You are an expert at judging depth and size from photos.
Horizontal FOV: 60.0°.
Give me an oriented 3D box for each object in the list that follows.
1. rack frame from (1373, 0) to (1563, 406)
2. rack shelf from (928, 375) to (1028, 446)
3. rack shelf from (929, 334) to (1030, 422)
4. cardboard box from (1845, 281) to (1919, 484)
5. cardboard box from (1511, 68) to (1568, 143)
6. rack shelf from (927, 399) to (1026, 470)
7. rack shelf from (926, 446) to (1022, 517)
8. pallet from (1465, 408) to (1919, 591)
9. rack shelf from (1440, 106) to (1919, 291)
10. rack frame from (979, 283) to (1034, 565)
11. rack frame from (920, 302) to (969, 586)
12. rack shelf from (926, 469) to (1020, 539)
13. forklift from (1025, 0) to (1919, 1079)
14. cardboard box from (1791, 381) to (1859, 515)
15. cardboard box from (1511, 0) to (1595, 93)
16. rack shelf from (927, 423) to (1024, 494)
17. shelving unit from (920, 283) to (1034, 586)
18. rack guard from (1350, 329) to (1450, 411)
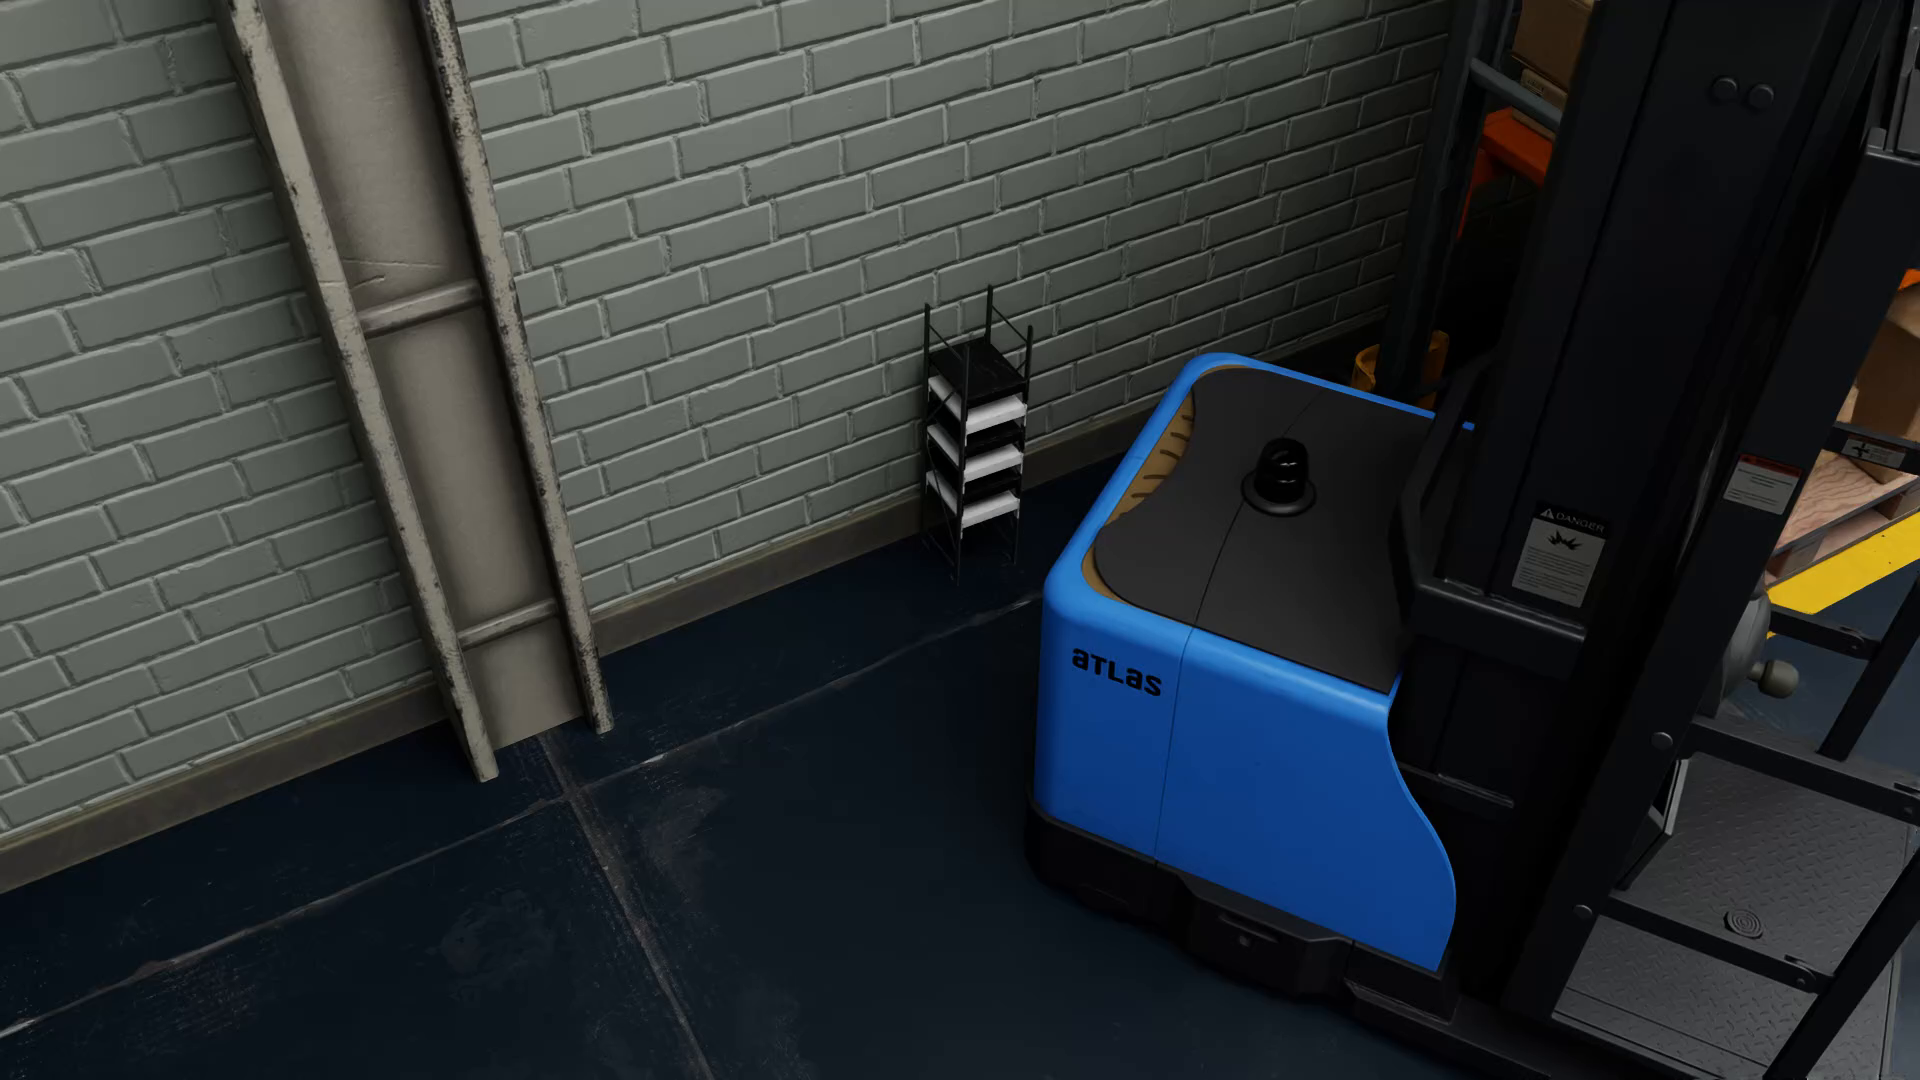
[{"bbox_3d":[1.564,-0.961,4.087,0.127,3.000,1.000,-22,48,-21],"label":"rack frame"},{"bbox_3d":[0.042,-0.399,4.800,0.200,0.077,0.258,-20,48,-22],"label":"rack shelf"},{"bbox_3d":[0.045,-0.465,4.738,0.200,0.077,0.258,-20,48,-22],"label":"rack shelf"},{"bbox_3d":[2.902,-0.643,5.252,0.500,0.500,0.700,-20,48,-19],"label":"cardboard box"},{"bbox_3d":[1.718,-1.148,4.460,0.250,0.149,0.380,-22,48,-21],"label":"cardboard box"},{"bbox_3d":[0.040,-0.334,4.861,0.200,0.077,0.258,-20,48,-22],"label":"rack shelf"},{"bbox_3d":[0.034,-0.202,4.984,0.200,0.077,0.258,-20,48,-22],"label":"rack shelf"},{"bbox_3d":[2.321,-0.264,5.371,1.213,0.211,1.003,-22,48,-21],"label":"pallet"},{"bbox_3d":[3.298,-1.397,5.052,4.000,0.370,1.077,-22,48,-21],"label":"rack shelf"},{"bbox_3d":[0.126,-0.324,4.938,0.006,0.900,0.240,-20,48,-22],"label":"rack frame"},{"bbox_3d":[-0.051,-0.260,4.861,0.006,0.900,0.240,-20,48,-22],"label":"rack frame"},{"bbox_3d":[0.031,-0.137,5.045,0.200,0.077,0.258,-20,48,-22],"label":"rack shelf"},{"bbox_3d":[1.720,-0.019,3.165,3.031,2.935,1.130,19,47,19],"label":"forklift"},{"bbox_3d":[2.142,-0.371,4.970,0.637,0.503,0.797,-24,49,-22],"label":"cardboard box"},{"bbox_3d":[1.831,-1.334,4.365,0.500,0.250,0.500,-20,48,-20],"label":"cardboard box"},{"bbox_3d":[0.037,-0.268,4.923,0.200,0.077,0.258,-20,48,-22],"label":"rack shelf"},{"bbox_3d":[0.038,-0.292,4.900,0.210,0.900,0.258,-20,48,-22],"label":"shelving unit"},{"bbox_3d":[1.630,-0.091,4.985,0.348,0.500,1.175,-22,48,-21],"label":"rack guard"}]
